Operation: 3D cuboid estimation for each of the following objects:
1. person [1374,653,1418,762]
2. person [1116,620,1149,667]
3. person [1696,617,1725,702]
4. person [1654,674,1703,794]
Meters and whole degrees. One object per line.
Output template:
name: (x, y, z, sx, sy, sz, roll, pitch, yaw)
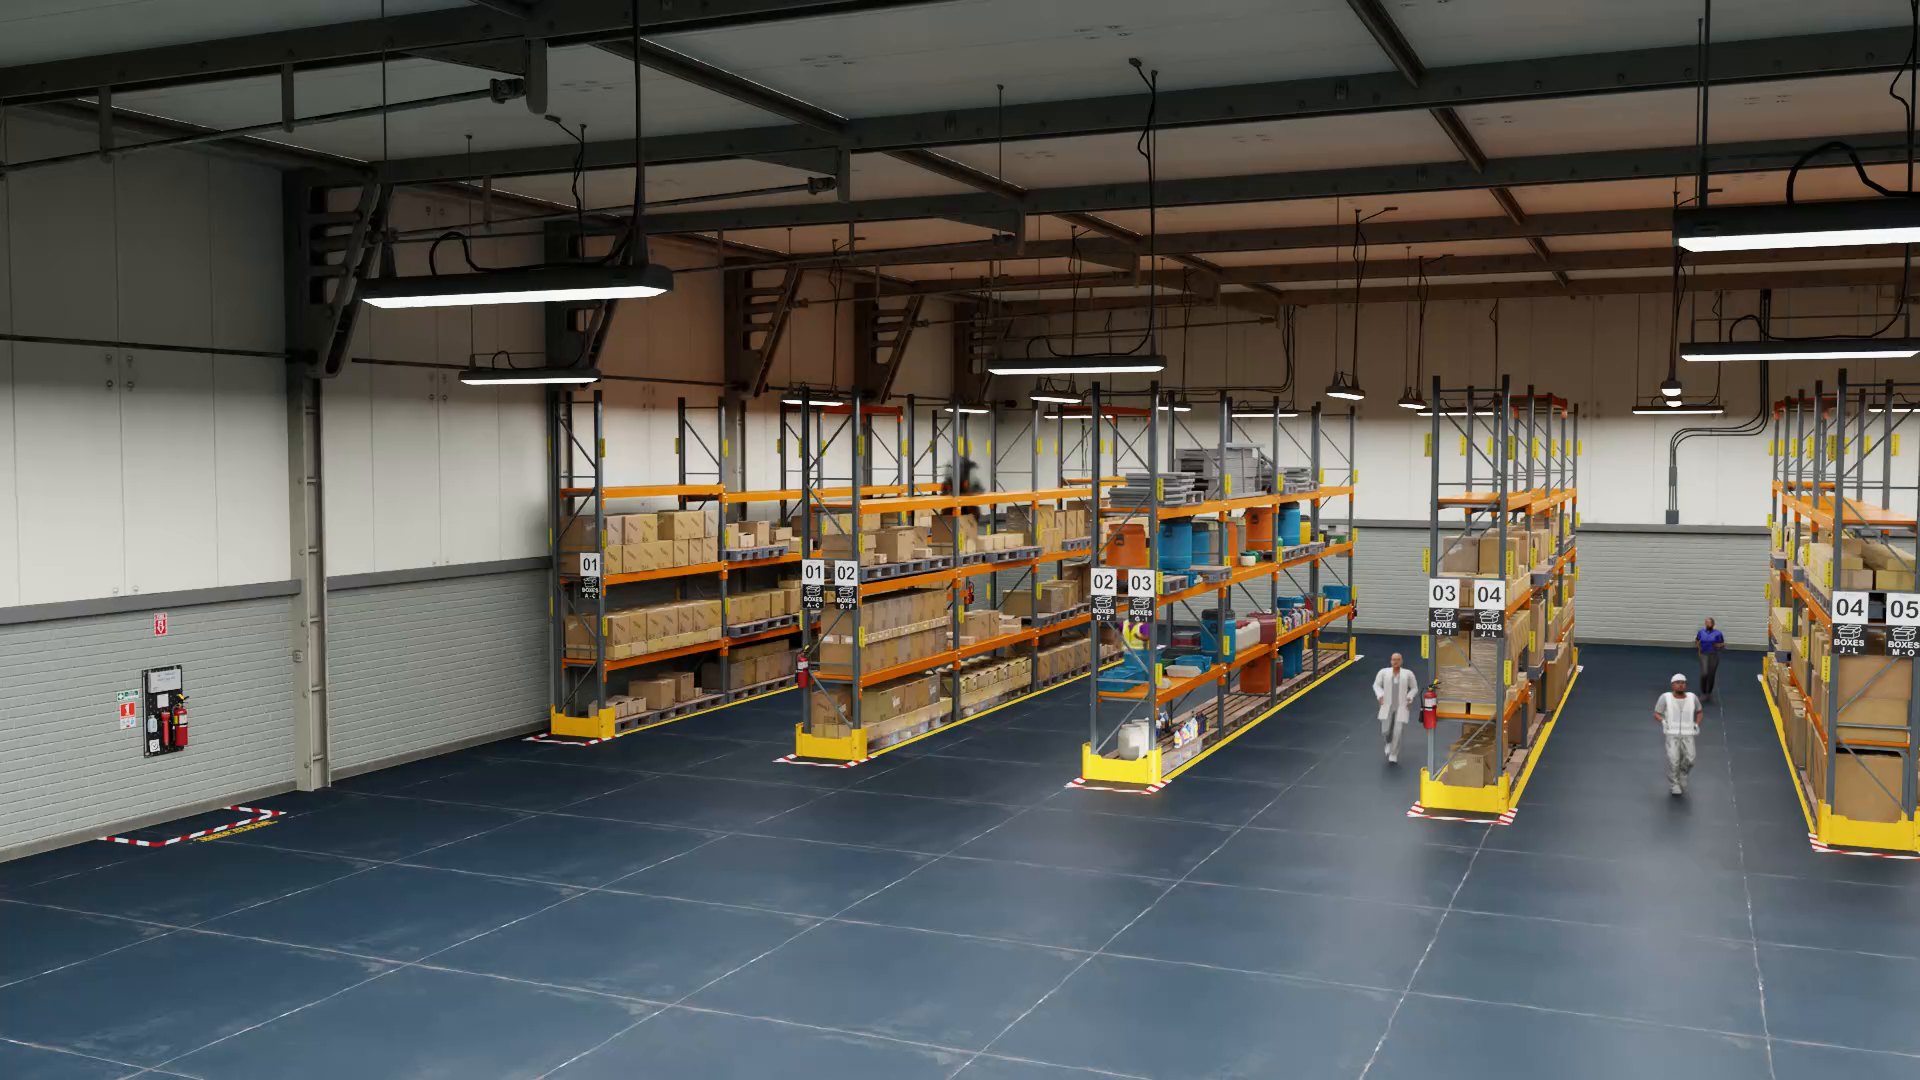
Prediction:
person: (6.948, 2.666, 26.542, 0.694, 1.730, 0.633, 1, 3, 18)
person: (3.482, 2.236, 33.582, 0.692, 1.774, 0.953, 1, 3, 13)
person: (14.833, 2.381, 32.895, 0.545, 1.709, 0.713, 2, 3, 26)
person: (10.382, 2.804, 24.004, 0.675, 1.735, 0.608, 1, 3, 14)
